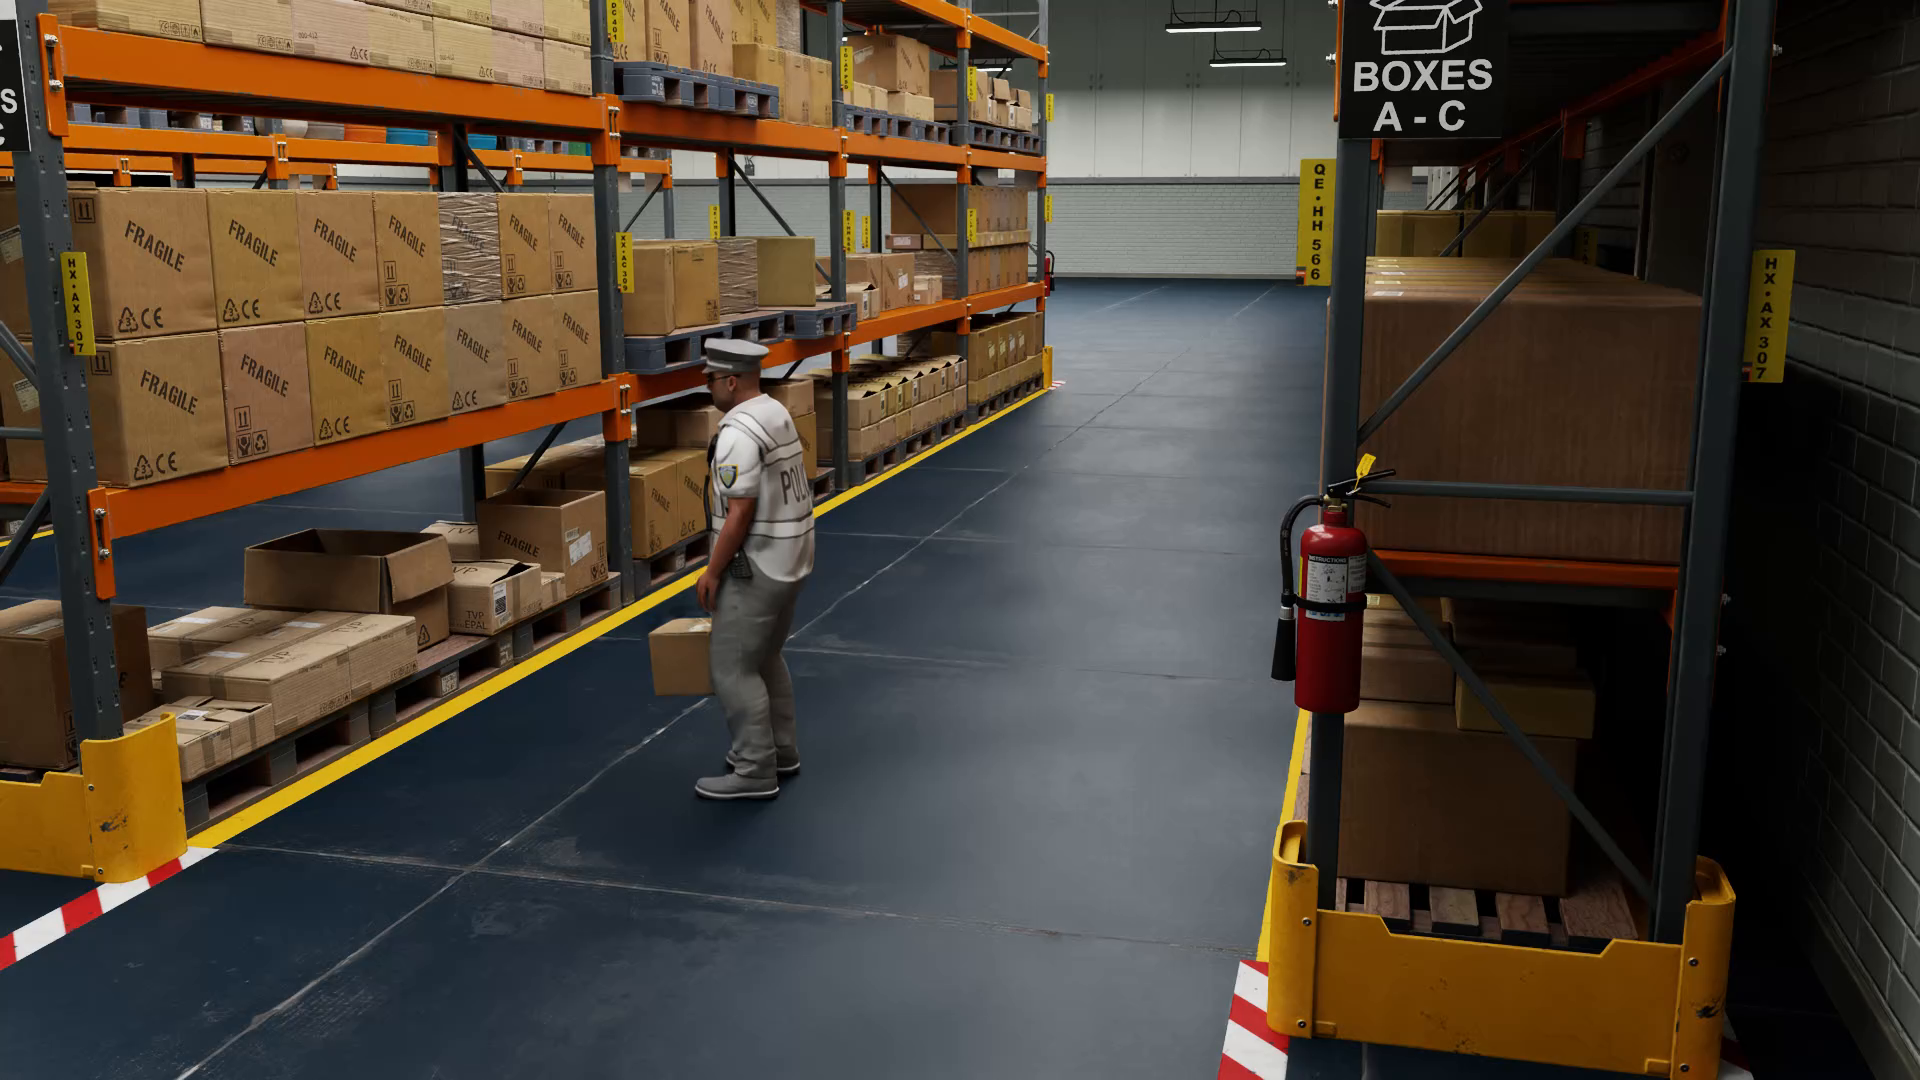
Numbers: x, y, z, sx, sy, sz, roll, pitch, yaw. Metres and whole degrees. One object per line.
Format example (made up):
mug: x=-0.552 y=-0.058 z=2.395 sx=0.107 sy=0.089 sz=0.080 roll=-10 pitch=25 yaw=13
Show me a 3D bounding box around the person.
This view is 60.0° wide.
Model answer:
person: x=-0.788 y=0.106 z=6.380 sx=0.434 sy=1.755 sz=0.561 roll=2 pitch=12 yaw=12
